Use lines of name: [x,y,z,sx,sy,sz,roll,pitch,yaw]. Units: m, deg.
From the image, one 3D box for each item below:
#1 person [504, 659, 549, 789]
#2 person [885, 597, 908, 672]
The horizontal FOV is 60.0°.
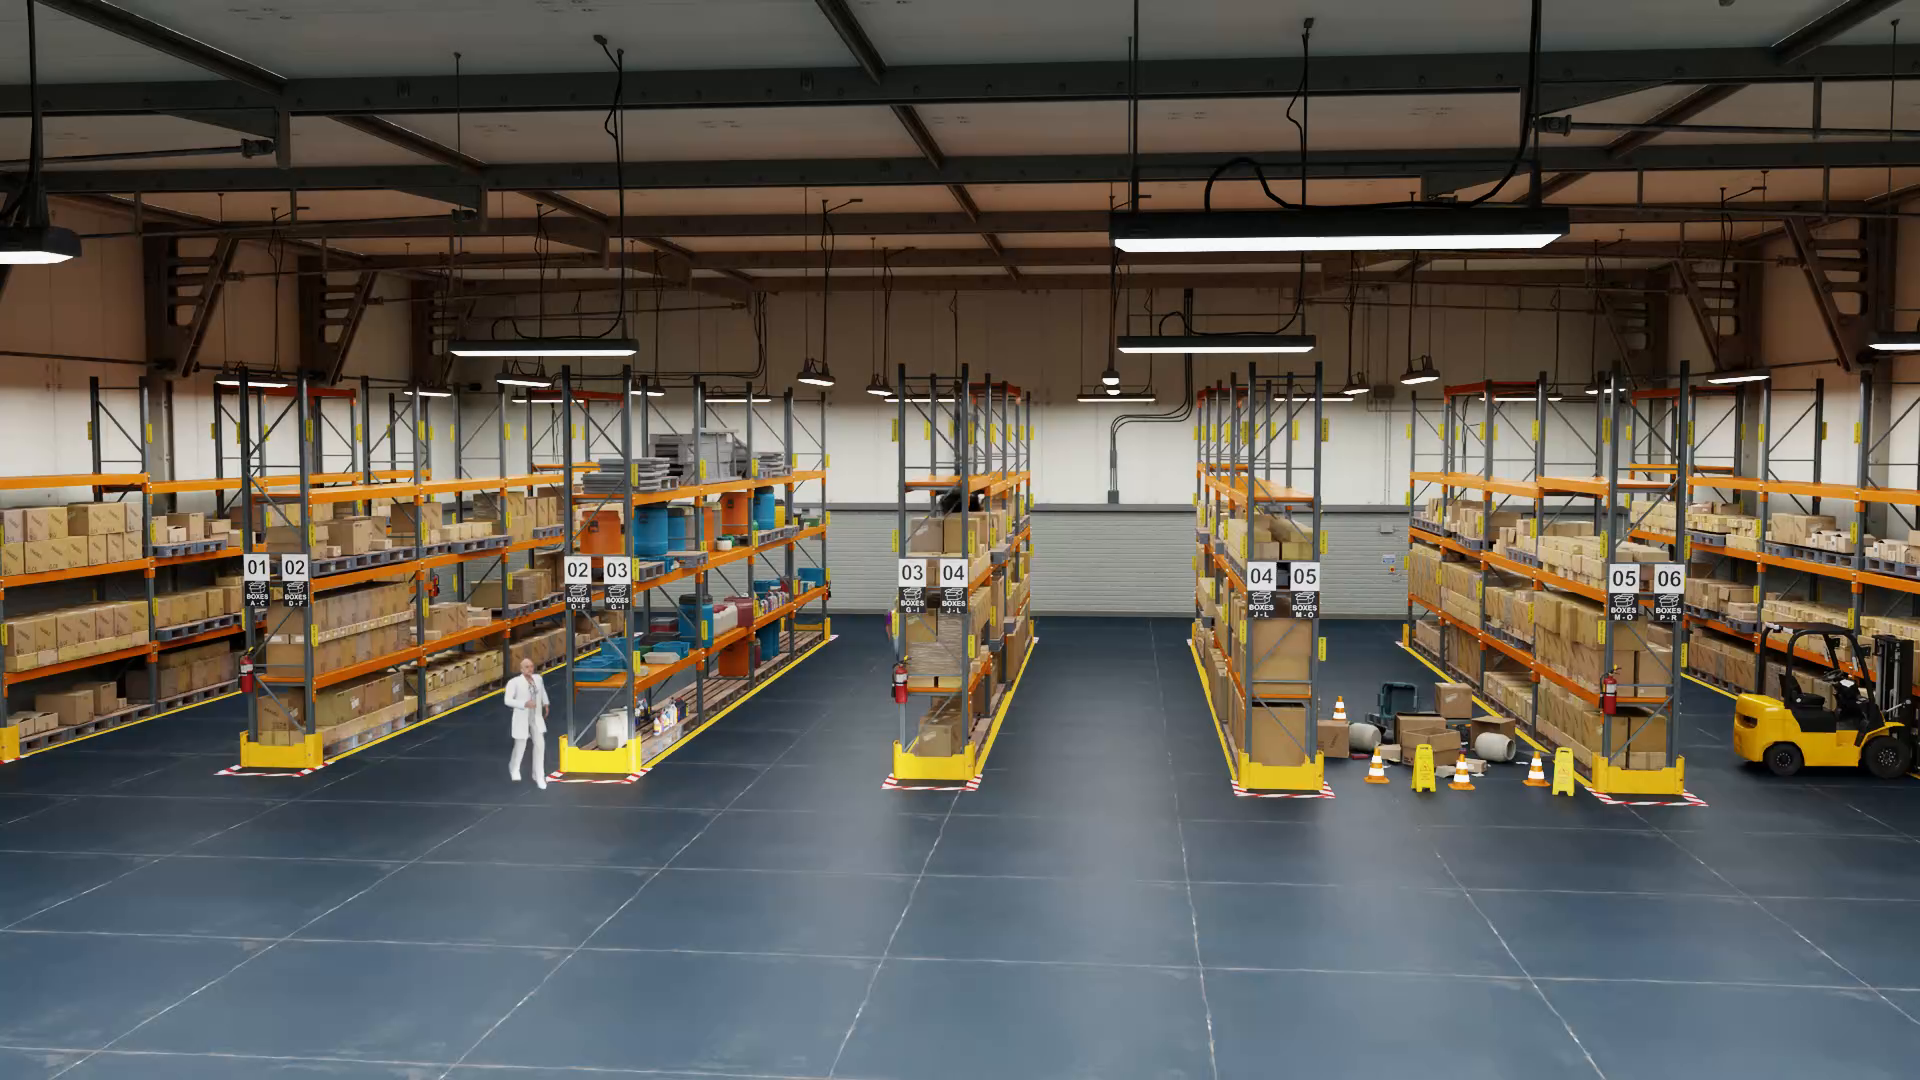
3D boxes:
person: [-6.148,2.606,23.647,0.733,1.859,0.814,-3,5,-39]
person: [-1.170,1.922,33.529,0.714,1.577,0.693,1,4,12]
